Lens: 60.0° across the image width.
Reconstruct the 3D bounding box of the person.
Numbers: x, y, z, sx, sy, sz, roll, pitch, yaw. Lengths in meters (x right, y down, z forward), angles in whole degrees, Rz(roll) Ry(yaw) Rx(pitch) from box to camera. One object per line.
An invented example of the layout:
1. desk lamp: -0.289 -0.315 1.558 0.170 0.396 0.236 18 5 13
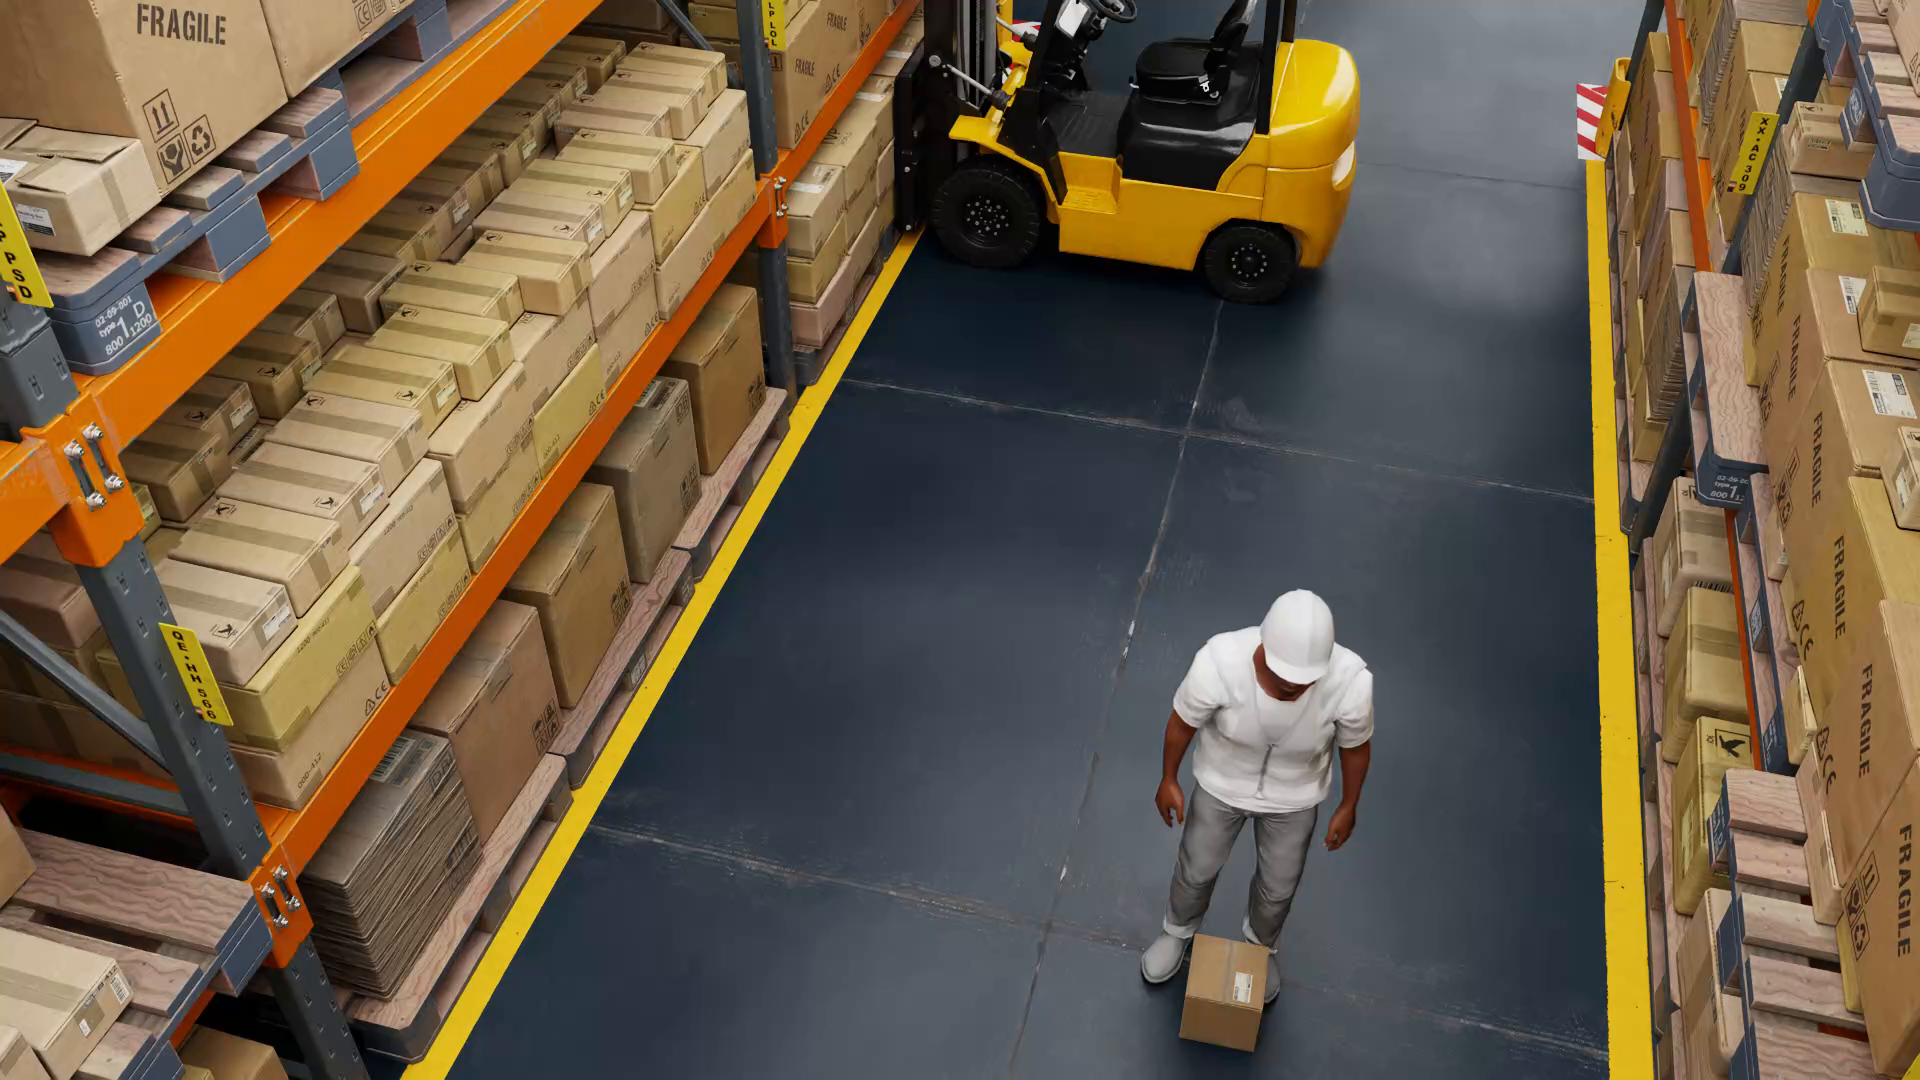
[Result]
1. person: 0.937 0.796 5.222 0.633 1.759 0.462 8 41 9
